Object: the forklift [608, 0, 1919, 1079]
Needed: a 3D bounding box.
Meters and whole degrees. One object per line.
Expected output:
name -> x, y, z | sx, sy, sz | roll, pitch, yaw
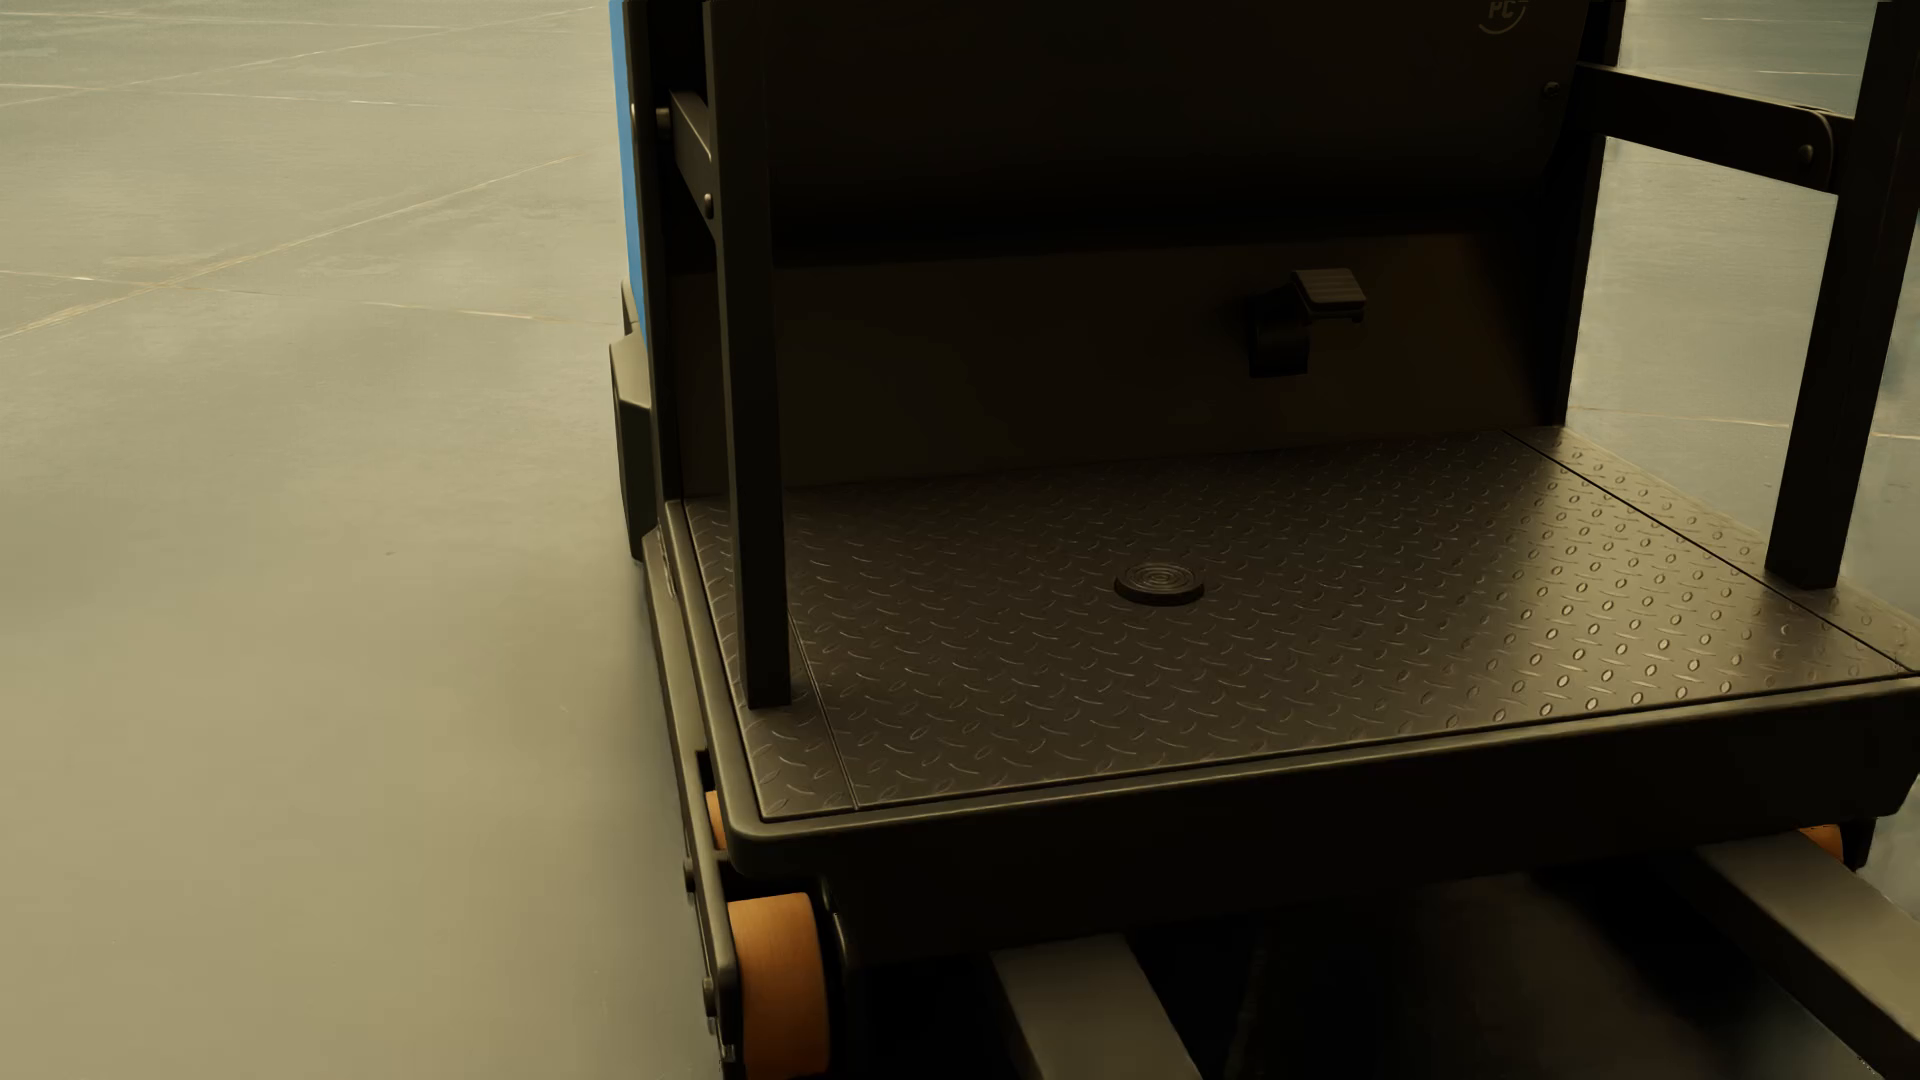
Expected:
forklift -> 0.256, -1.038, 1.293 | 1.130, 2.935, 3.031 | -5, 23, -13
